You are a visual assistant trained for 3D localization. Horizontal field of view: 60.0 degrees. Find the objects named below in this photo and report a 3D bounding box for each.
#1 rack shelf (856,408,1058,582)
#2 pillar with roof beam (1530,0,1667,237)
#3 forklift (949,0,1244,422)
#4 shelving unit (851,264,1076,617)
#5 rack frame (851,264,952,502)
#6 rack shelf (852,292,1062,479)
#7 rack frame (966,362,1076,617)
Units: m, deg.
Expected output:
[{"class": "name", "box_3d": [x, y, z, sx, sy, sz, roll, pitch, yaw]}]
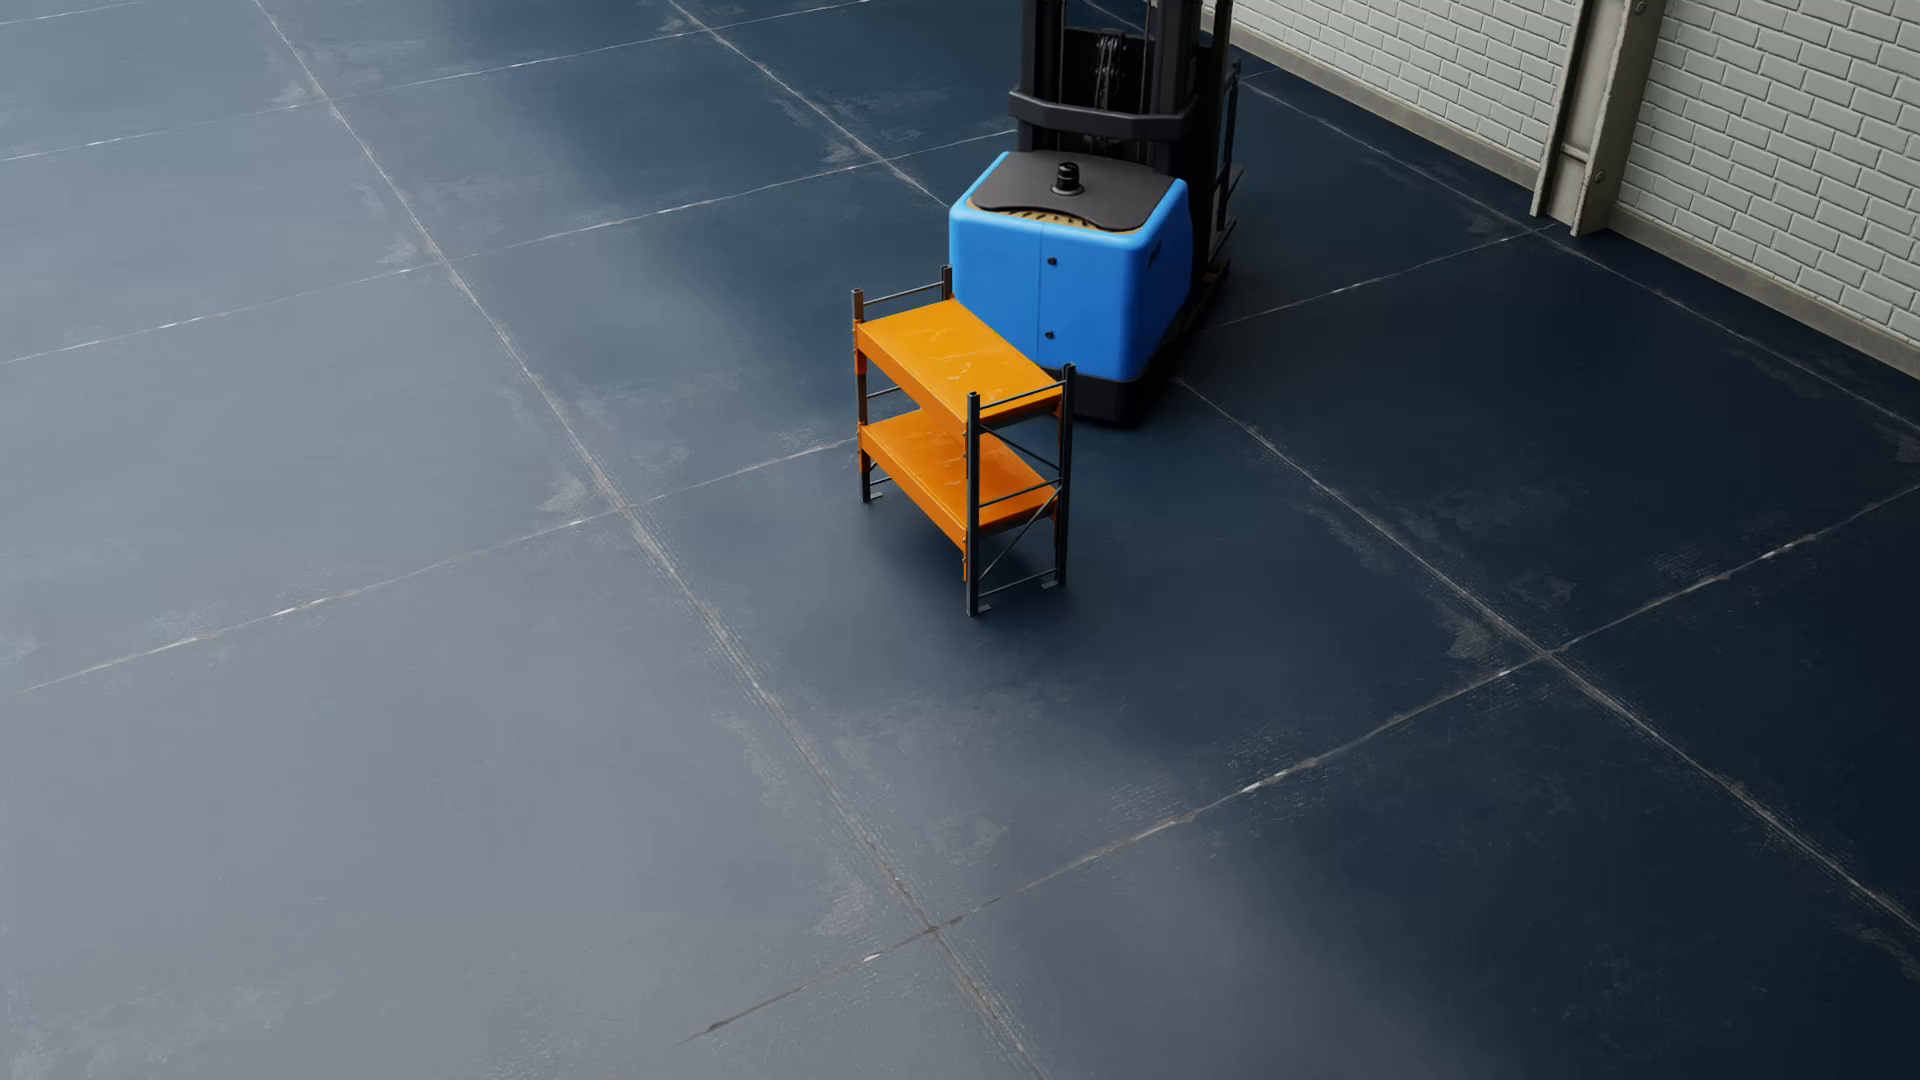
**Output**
[{"class": "rack shelf", "box_3d": [-0.003, -0.260, 7.567, 0.538, 0.278, 1.000, -19, 40, -24]}, {"class": "pillar with roof beam", "box_3d": [0.138, -4.386, 6.126, 9.100, 9.000, 0.400, -19, 40, -24]}, {"class": "forklift", "box_3d": [0.945, -2.647, 8.890, 1.130, 2.935, 3.031, 13, 38, 17]}, {"class": "shelving unit", "box_3d": [-0.003, -0.458, 7.423, 0.538, 1.125, 1.048, -19, 40, -24]}, {"class": "rack frame", "box_3d": [-0.259, -0.717, 7.778, 0.500, 1.125, 0.032, -19, 40, -24]}, {"class": "rack shelf", "box_3d": [-0.003, -0.694, 7.250, 0.538, 0.278, 1.000, -19, 40, -24]}, {"class": "rack frame", "box_3d": [0.252, -0.198, 7.068, 0.500, 1.125, 0.032, -19, 40, -24]}]
